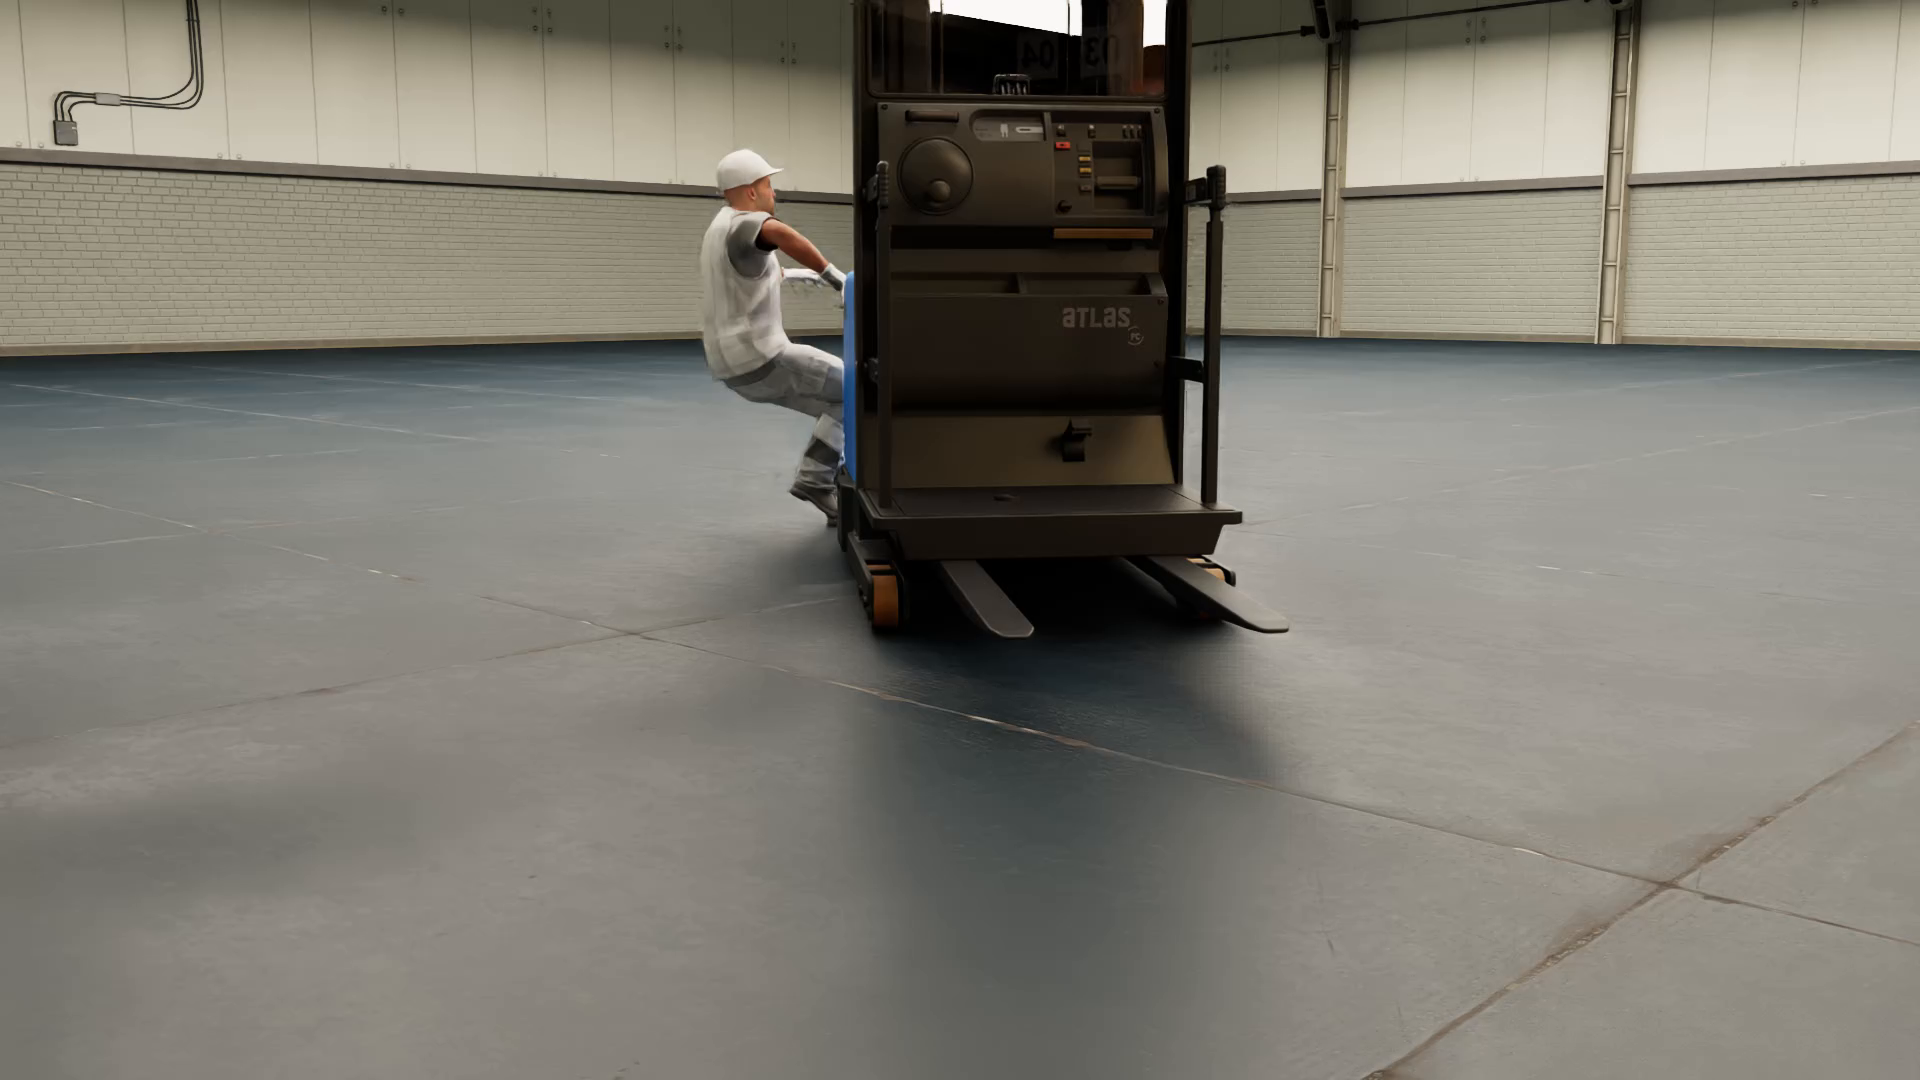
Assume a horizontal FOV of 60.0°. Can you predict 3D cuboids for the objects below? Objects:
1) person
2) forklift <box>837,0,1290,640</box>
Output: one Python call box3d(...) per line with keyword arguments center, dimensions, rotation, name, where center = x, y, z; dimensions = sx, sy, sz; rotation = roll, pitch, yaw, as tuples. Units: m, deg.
box3d(center=(-0.620, -0.802, 6.841), dimensions=(0.860, 1.564, 1.133), rotation=(-4, 10, -27), name="person")
box3d(center=(0.232, -1.239, 5.099), dimensions=(1.130, 2.935, 3.031), rotation=(-1, 9, -7), name="forklift")
